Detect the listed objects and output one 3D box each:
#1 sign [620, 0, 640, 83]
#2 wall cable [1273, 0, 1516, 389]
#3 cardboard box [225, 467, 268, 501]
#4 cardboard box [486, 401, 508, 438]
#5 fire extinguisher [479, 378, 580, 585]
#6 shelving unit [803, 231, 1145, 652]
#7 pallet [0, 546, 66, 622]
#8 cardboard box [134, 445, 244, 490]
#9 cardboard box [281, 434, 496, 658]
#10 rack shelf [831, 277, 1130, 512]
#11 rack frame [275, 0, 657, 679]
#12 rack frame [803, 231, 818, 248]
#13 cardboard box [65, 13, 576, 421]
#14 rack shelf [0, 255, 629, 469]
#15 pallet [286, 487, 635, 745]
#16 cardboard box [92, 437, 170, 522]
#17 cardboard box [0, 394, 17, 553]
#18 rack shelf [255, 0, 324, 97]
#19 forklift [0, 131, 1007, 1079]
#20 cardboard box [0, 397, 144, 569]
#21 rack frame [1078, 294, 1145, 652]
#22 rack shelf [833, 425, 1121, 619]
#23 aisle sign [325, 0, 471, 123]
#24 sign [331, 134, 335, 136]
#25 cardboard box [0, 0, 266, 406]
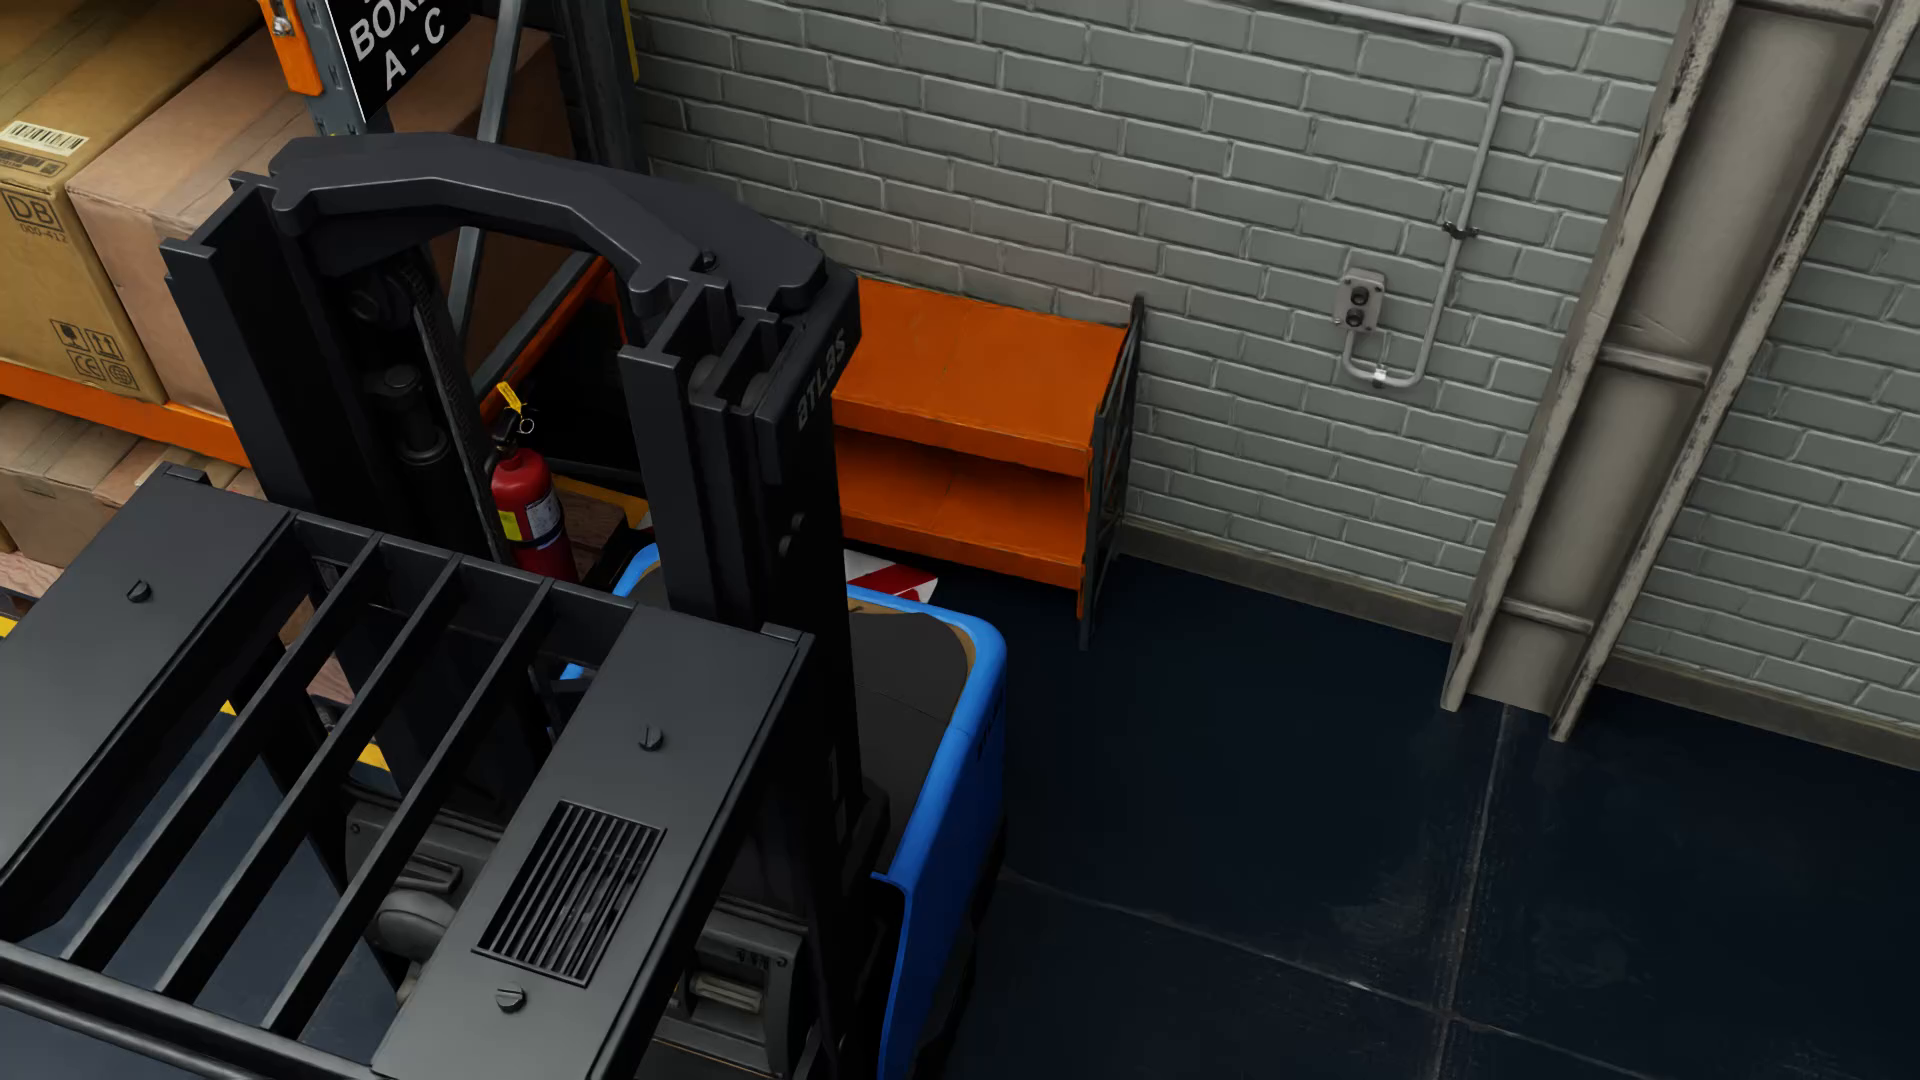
[{"bbox_3d":[-0.871,-1.302,4.268,0.005,0.325,0.100,16,51,13],"label":"sign"},{"bbox_3d":[0.460,-1.269,4.192,1.851,1.984,0.084,16,51,13],"label":"wall cable"},{"bbox_3d":[-1.943,-0.149,4.841,0.250,0.149,0.380,15,51,13],"label":"cardboard box"},{"bbox_3d":[-1.573,-0.354,5.018,0.250,0.149,0.380,16,51,13],"label":"cardboard box"},{"bbox_3d":[-1.087,-0.087,4.138,0.183,0.674,0.296,16,51,13],"label":"fire extinguisher"},{"bbox_3d":[-0.024,-0.286,5.230,1.048,1.125,0.538,13,53,11],"label":"shelving unit"},{"bbox_3d":[-2.986,-0.162,5.751,1.213,0.211,1.003,16,51,13],"label":"pallet"},{"bbox_3d":[-2.183,-0.215,4.899,0.250,0.149,0.380,17,51,14],"label":"cardboard box"},{"bbox_3d":[-1.760,-0.032,5.169,0.500,0.500,0.700,16,51,13],"label":"cardboard box"},{"bbox_3d":[-0.029,-0.467,5.000,1.000,0.278,0.538,13,53,11],"label":"rack shelf"},{"bbox_3d":[-1.069,-0.601,4.286,0.127,3.000,1.000,16,51,13],"label":"rack frame"},{"bbox_3d":[-0.511,-0.395,5.327,0.032,1.125,0.500,13,53,11],"label":"rack frame"},{"bbox_3d":[-1.550,-0.826,4.282,0.700,0.700,0.980,18,51,15],"label":"cardboard box"},{"bbox_3d":[-2.945,-0.889,5.012,4.000,0.370,1.077,16,51,13],"label":"rack shelf"},{"bbox_3d":[-1.846,0.159,5.473,1.213,0.211,1.003,16,51,13],"label":"pallet"},{"bbox_3d":[-2.229,-0.163,5.283,0.500,0.500,0.700,15,51,13],"label":"cardboard box"},{"bbox_3d":[-3.204,-0.429,5.513,0.500,0.500,0.700,17,51,14],"label":"cardboard box"},{"bbox_3d":[-2.945,-1.871,3.878,4.000,0.370,1.077,16,51,13],"label":"rack shelf"},{"bbox_3d":[-0.813,0.897,3.033,1.130,2.935,3.031,14,51,12],"label":"forklift"},{"bbox_3d":[-2.701,-0.294,5.396,0.500,0.500,0.700,14,51,12],"label":"cardboard box"},{"bbox_3d":[0.463,-0.176,5.132,0.032,1.125,0.500,13,53,11],"label":"rack frame"},{"bbox_3d":[-0.020,-0.134,5.421,1.000,0.278,0.538,13,53,11],"label":"rack shelf"},{"bbox_3d":[-1.105,-1.221,3.103,0.004,0.787,0.394,16,51,13],"label":"aisle sign"},{"bbox_3d":[-1.270,-0.677,3.428,0.005,0.325,0.100,16,51,13],"label":"sign"},{"bbox_3d":[-2.237,-1.008,4.440,0.700,0.700,0.980,15,51,13],"label":"cardboard box"}]
